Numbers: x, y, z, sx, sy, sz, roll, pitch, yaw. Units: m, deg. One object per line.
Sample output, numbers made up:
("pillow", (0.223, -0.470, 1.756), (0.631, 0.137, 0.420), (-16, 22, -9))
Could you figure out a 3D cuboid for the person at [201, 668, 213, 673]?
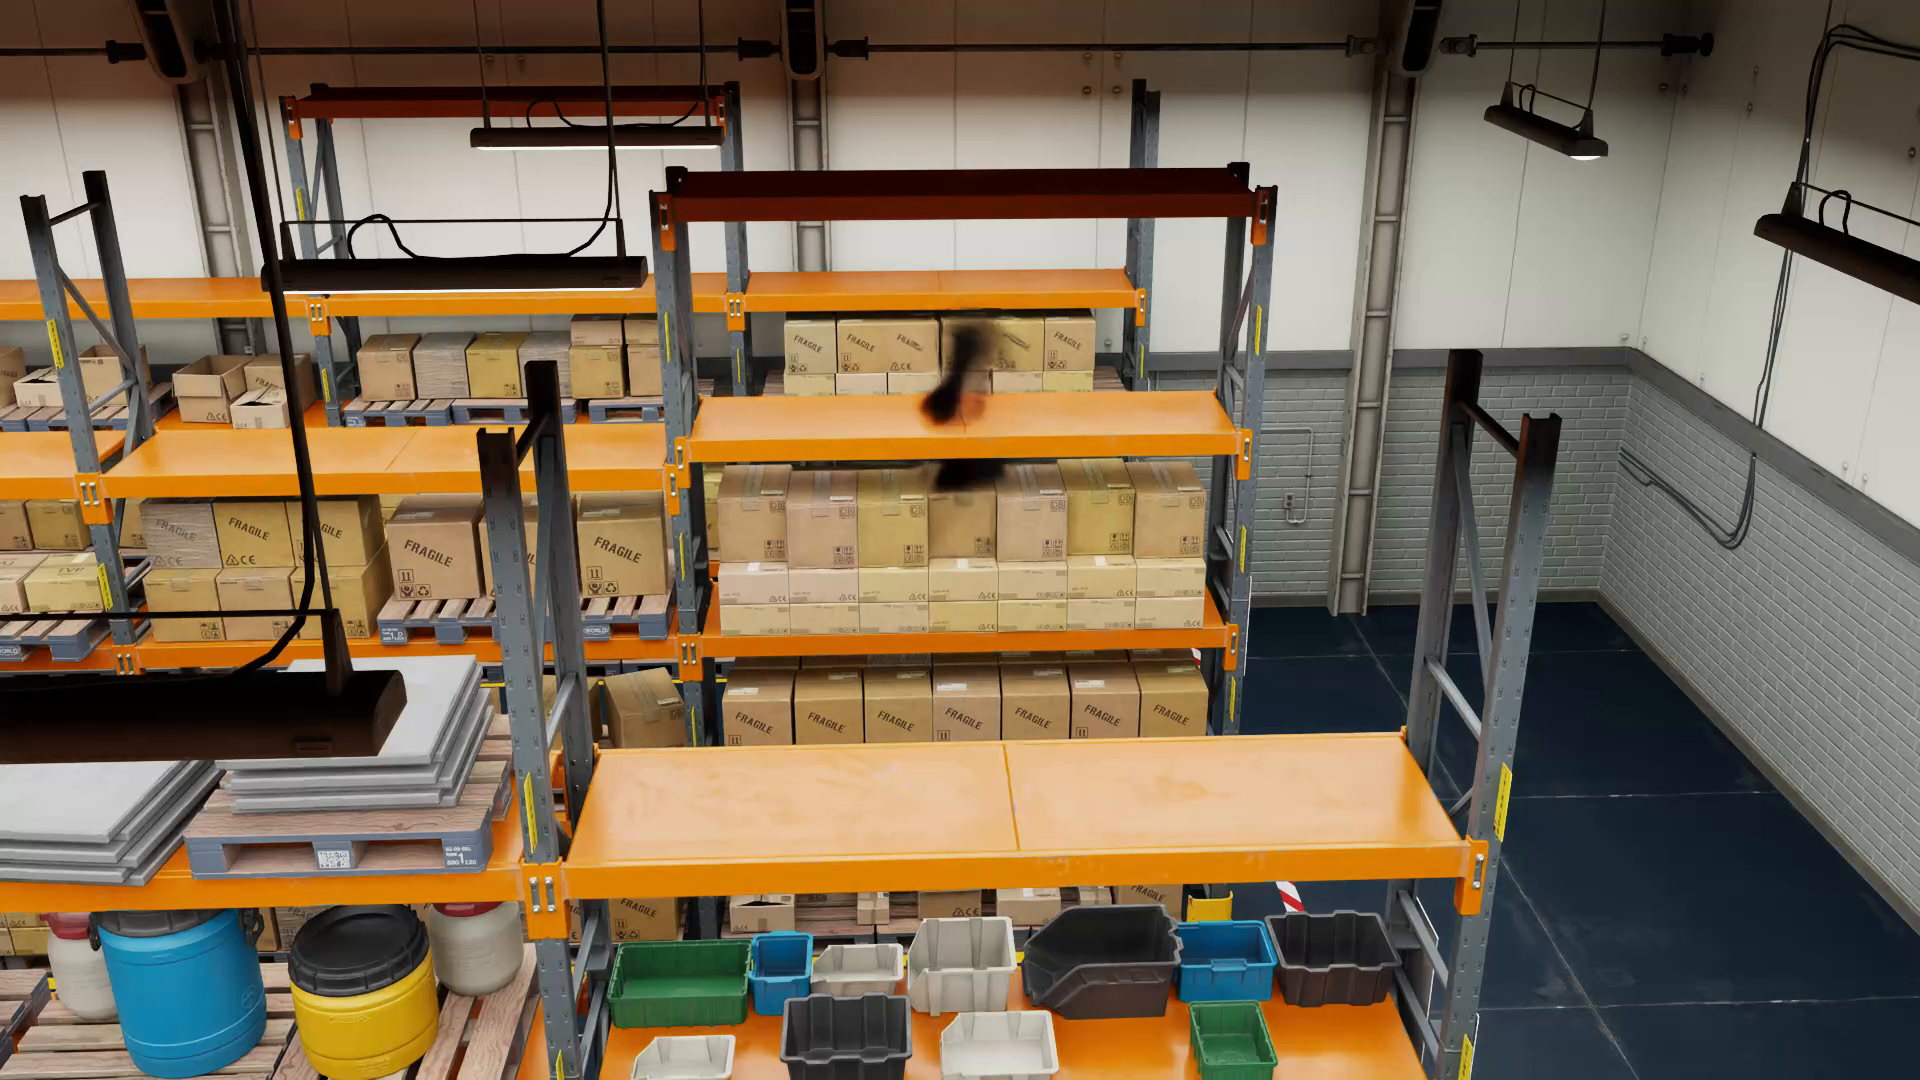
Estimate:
("person", (-6.390, 1.838, 14.532), (0.430, 1.611, 0.539), (12, 25, 27))
